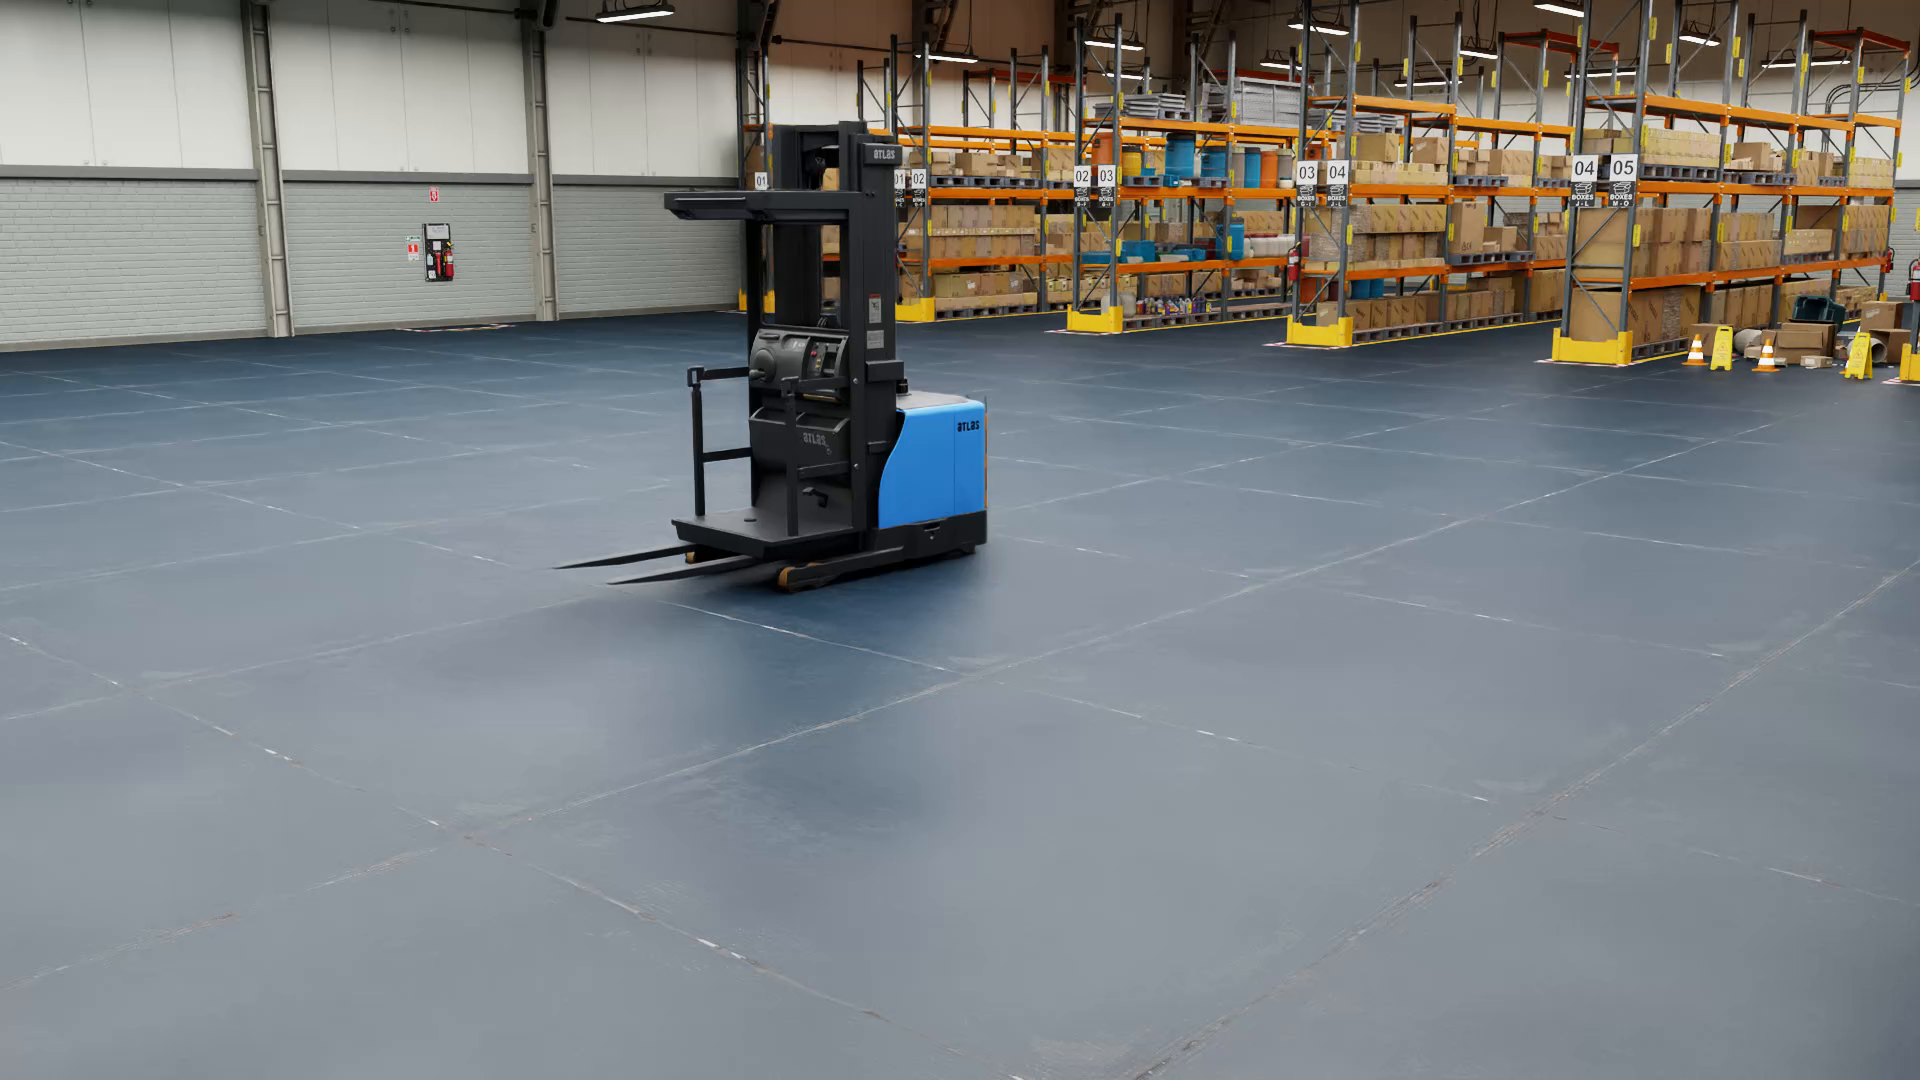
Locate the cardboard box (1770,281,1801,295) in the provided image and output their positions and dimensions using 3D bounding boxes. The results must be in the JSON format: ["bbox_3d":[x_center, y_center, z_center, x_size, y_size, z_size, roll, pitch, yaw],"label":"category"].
[{"bbox_3d":[16.290,-4.981,32.888,0.500,0.250,0.500,10,15,40],"label":"cardboard box"}]

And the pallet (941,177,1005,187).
[{"bbox_3d":[0.231,-7.958,36.963,1.003,0.211,1.213,10,15,40],"label":"pallet"}]

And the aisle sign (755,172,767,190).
[{"bbox_3d":[-4.606,-8.115,38.543,0.394,0.787,0.004,10,15,40],"label":"aisle sign"}]

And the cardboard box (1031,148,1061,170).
[{"bbox_3d":[2.016,-8.894,38.823,0.500,0.500,0.500,10,15,41],"label":"cardboard box"}]

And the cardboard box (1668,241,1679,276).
[{"bbox_3d":[11.377,-4.679,27.596,0.875,0.550,0.500,10,15,40],"label":"cardboard box"}]

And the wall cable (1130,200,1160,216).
[{"bbox_3d":[5.912,-10.052,52.287,0.084,1.984,1.851,10,15,40],"label":"wall cable"}]

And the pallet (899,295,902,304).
[{"bbox_3d":[-1.631,-6.225,42.839,1.003,0.211,1.213,10,15,40],"label":"pallet"}]

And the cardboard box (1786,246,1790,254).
[{"bbox_3d":[15.942,-5.651,32.413,0.380,0.149,0.250,11,16,43],"label":"cardboard box"}]

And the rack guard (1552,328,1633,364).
[{"bbox_3d":[10.021,-3.082,26.368,1.175,0.500,0.348,10,15,40],"label":"rack guard"}]

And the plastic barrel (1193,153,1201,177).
[{"bbox_3d":[4.866,-7.891,35.042,0.421,0.512,0.421,0,11,0],"label":"plastic barrel"}]

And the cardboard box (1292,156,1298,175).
[{"bbox_3d":[9.174,-10.536,46.836,0.700,0.500,0.500,10,15,40],"label":"cardboard box"}]

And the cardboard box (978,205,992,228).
[{"bbox_3d":[0.298,-7.235,37.211,0.700,0.500,0.500,10,15,40],"label":"cardboard box"}]

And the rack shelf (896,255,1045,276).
[{"bbox_3d":[0.259,-6.191,37.385,1.077,0.370,4.000,10,15,40],"label":"rack shelf"}]

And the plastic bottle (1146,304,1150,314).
[{"bbox_3d":[3.925,-4.819,34.703,0.097,0.201,0.097,0,11,0],"label":"plastic bottle"}]

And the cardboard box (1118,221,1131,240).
[{"bbox_3d":[4.466,-9.094,49.320,0.980,0.700,0.700,9,14,38],"label":"cardboard box"}]

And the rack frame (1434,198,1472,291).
[{"bbox_3d":[13.219,-7.962,44.418,1.000,3.000,0.127,10,15,40],"label":"rack frame"}]

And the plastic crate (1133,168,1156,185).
[{"bbox_3d":[3.690,-7.391,33.939,0.392,0.384,0.575,10,15,40],"label":"plastic crate"}]

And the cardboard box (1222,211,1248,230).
[{"bbox_3d":[7.383,-8.587,44.738,0.500,0.500,0.500,10,15,42],"label":"cardboard box"}]

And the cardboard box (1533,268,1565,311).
[{"bbox_3d":[12.724,-5.538,36.632,1.225,0.875,0.875,10,15,41],"label":"cardboard box"}]

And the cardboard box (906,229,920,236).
[{"bbox_3d":[-0.952,-6.697,36.172,0.380,0.149,0.250,9,15,39],"label":"cardboard box"}]

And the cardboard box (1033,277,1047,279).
[{"bbox_3d":[1.970,-6.144,39.832,0.500,0.311,0.500,10,15,42],"label":"cardboard box"}]

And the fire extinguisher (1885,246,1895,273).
[{"bbox_3d":[21.112,-6.422,37.857,0.296,0.674,0.183,10,15,40],"label":"fire extinguisher"}]

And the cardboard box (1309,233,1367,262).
[{"bbox_3d":[6.762,-5.240,29.774,0.875,0.500,0.500,10,15,40],"label":"cardboard box"}]

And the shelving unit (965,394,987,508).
[{"bbox_3d":[0.035,-0.523,12.148,0.215,1.050,0.252,10,15,40],"label":"shelving unit"}]

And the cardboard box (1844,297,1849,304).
[{"bbox_3d":[19.051,-5.209,36.080,0.380,0.149,0.250,11,16,43],"label":"cardboard box"}]

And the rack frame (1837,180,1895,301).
[{"bbox_3d":[20.599,-6.666,37.926,1.000,3.000,0.127,10,15,40],"label":"rack frame"}]

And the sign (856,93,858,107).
[{"bbox_3d":[-2.565,-11.026,41.652,0.100,0.325,0.005,10,15,40],"label":"sign"}]

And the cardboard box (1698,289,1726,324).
[{"bbox_3d":[13.020,-4.106,29.782,1.050,0.750,0.750,10,15,40],"label":"cardboard box"}]

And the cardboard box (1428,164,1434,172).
[{"bbox_3d":[8.675,-6.989,31.249,0.380,0.149,0.250,9,14,38],"label":"cardboard box"}]

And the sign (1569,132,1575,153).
[{"bbox_3d":[9.639,-6.250,26.129,0.100,0.325,0.005,10,15,40],"label":"sign"}]

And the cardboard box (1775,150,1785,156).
[{"bbox_3d":[16.223,-7.669,33.082,0.396,0.266,0.258,10,15,40],"label":"cardboard box"}]

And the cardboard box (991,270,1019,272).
[{"bbox_3d":[1.038,-6.035,38.803,0.500,0.500,0.500,10,15,40],"label":"cardboard box"}]

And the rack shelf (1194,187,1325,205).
[{"bbox_3d":[6.618,-7.609,36.828,1.077,0.370,4.000,10,15,40],"label":"rack shelf"}]

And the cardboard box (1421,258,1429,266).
[{"bbox_3d":[8.715,-5.299,31.725,0.380,0.149,0.250,10,15,40],"label":"cardboard box"}]

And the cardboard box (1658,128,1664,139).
[{"bbox_3d":[10.831,-6.388,26.155,0.380,0.149,0.250,10,15,40],"label":"cardboard box"}]

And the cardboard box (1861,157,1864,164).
[{"bbox_3d":[19.021,-8.080,35.436,0.380,0.149,0.250,9,15,39],"label":"cardboard box"}]

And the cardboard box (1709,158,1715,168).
[{"bbox_3d":[12.511,-6.371,28.106,0.380,0.149,0.250,10,15,41],"label":"cardboard box"}]

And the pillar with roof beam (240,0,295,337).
[{"bbox_3d":[-9.660,-7.724,27.907,9.100,9.000,0.548,10,15,40],"label":"pillar with roof beam"}]

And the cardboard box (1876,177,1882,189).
[{"bbox_3d":[19.829,-7.815,36.404,0.500,0.250,0.500,11,15,43],"label":"cardboard box"}]

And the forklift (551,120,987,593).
[{"bbox_3d":[-1.214,-1.217,10.820,3.031,2.935,1.130,-11,16,-44],"label":"forklift"}]

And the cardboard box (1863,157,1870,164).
[{"bbox_3d":[19.236,-8.114,35.607,0.380,0.149,0.250,11,16,43],"label":"cardboard box"}]

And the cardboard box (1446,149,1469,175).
[{"bbox_3d":[9.403,-7.340,32.309,0.797,0.503,0.637,9,14,38],"label":"cardboard box"}]

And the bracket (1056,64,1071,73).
[{"bbox_3d":[2.942,-13.470,47.484,0.235,0.232,0.430,10,15,40],"label":"bracket"}]

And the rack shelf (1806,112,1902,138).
[{"bbox_3d":[19.279,-8.959,35.936,1.077,0.370,4.000,10,15,40],"label":"rack shelf"}]

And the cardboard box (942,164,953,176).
[{"bbox_3d":[-0.499,-8.125,36.526,0.500,0.250,0.500,10,15,40],"label":"cardboard box"}]

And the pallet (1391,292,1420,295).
[{"bbox_3d":[11.840,-6.300,43.214,1.003,0.211,1.213,10,15,40],"label":"pallet"}]

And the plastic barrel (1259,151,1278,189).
[{"bbox_3d":[6.802,-8.278,37.243,0.600,0.830,0.708,10,15,40],"label":"plastic barrel"}]

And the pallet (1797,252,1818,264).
[{"bbox_3d":[16.594,-5.691,33.537,1.003,0.211,1.213,10,15,40],"label":"pallet"}]

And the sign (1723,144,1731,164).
[{"bbox_3d":[13.095,-6.592,28.377,0.100,0.325,0.005,10,15,40],"label":"sign"}]

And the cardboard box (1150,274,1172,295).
[{"bbox_3d":[5.077,-6.524,42.475,0.500,0.500,0.500,9,14,38],"label":"cardboard box"}]

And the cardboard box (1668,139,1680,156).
[{"bbox_3d":[11.215,-6.297,26.718,0.500,0.250,0.500,10,15,40],"label":"cardboard box"}]

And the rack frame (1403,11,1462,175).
[{"bbox_3d":[9.018,-8.498,31.784,1.000,3.000,0.127,10,15,40],"label":"rack frame"}]
